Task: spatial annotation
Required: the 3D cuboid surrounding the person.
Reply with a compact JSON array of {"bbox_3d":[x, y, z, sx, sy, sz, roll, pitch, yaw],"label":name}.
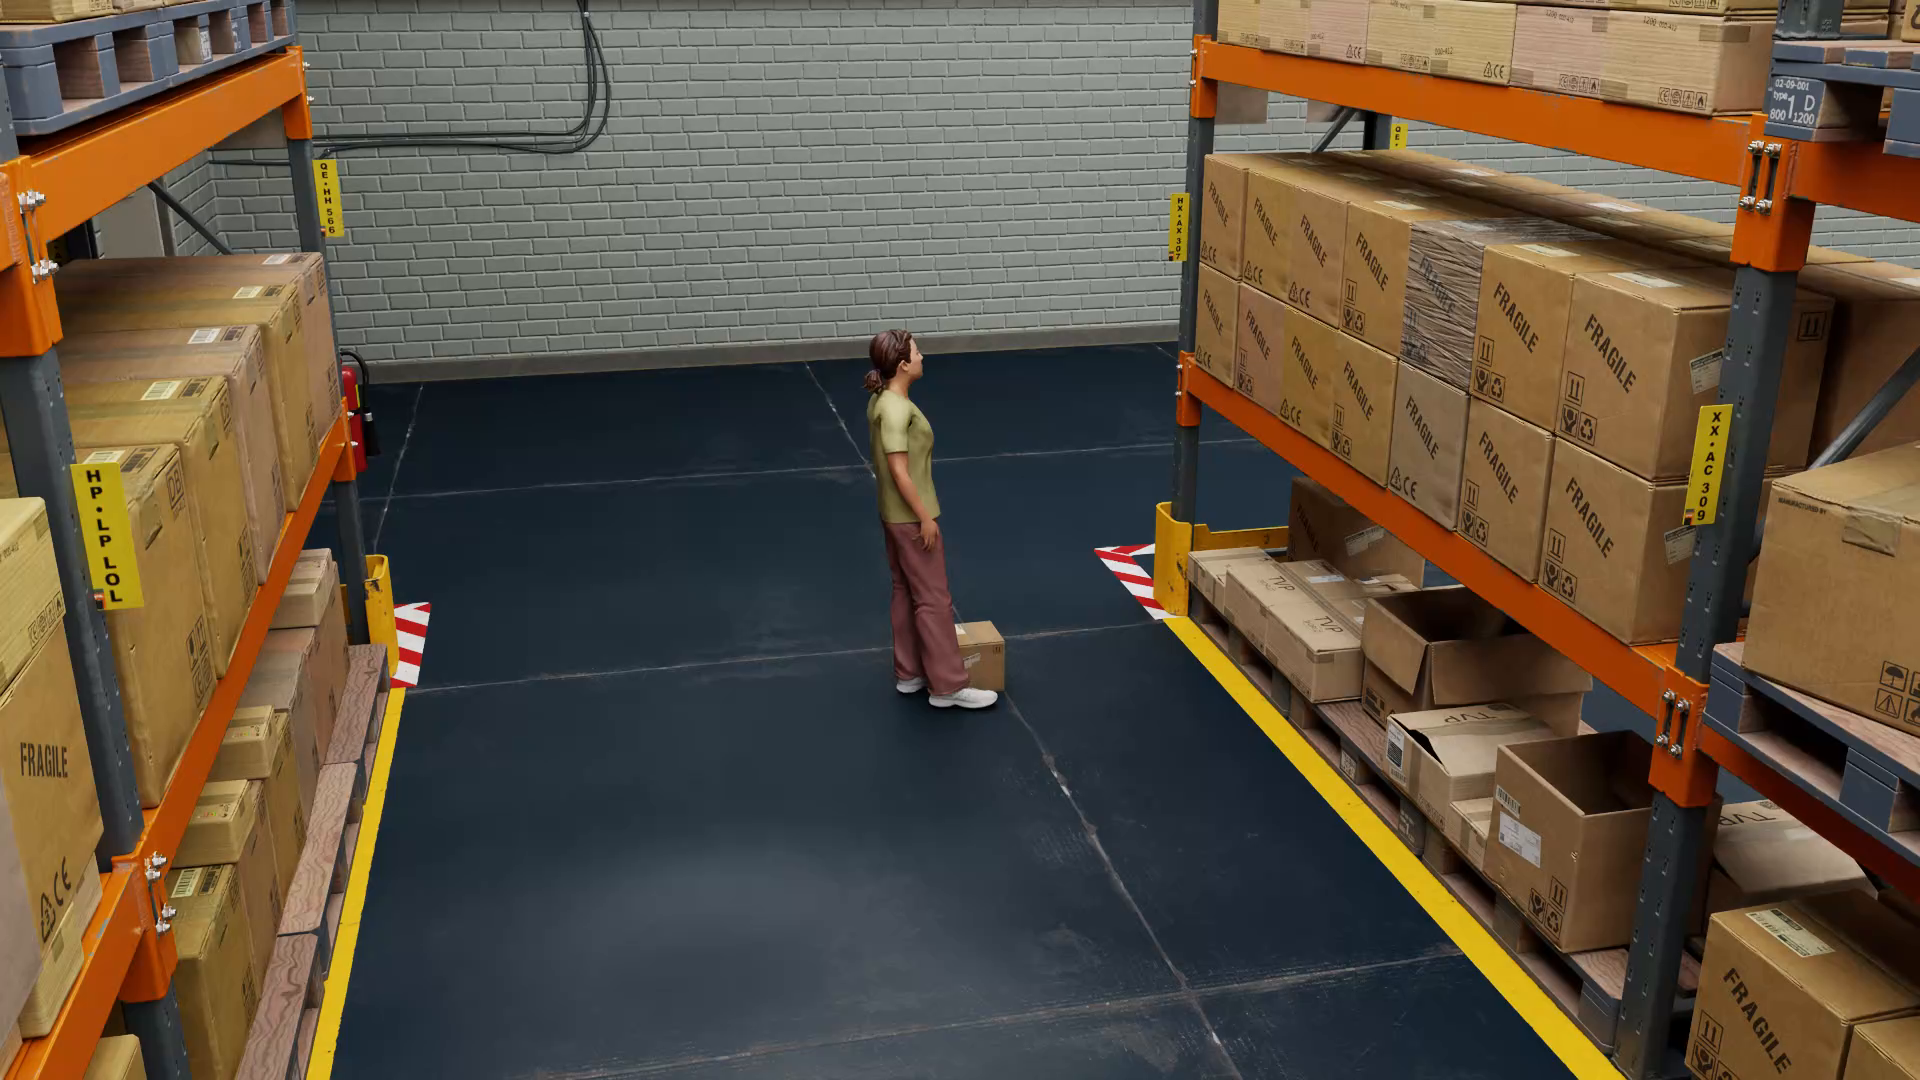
[{"bbox_3d":[-0.152,-0.102,7.346,0.549,1.666,0.554,-5,20,-12],"label":"person"}]
